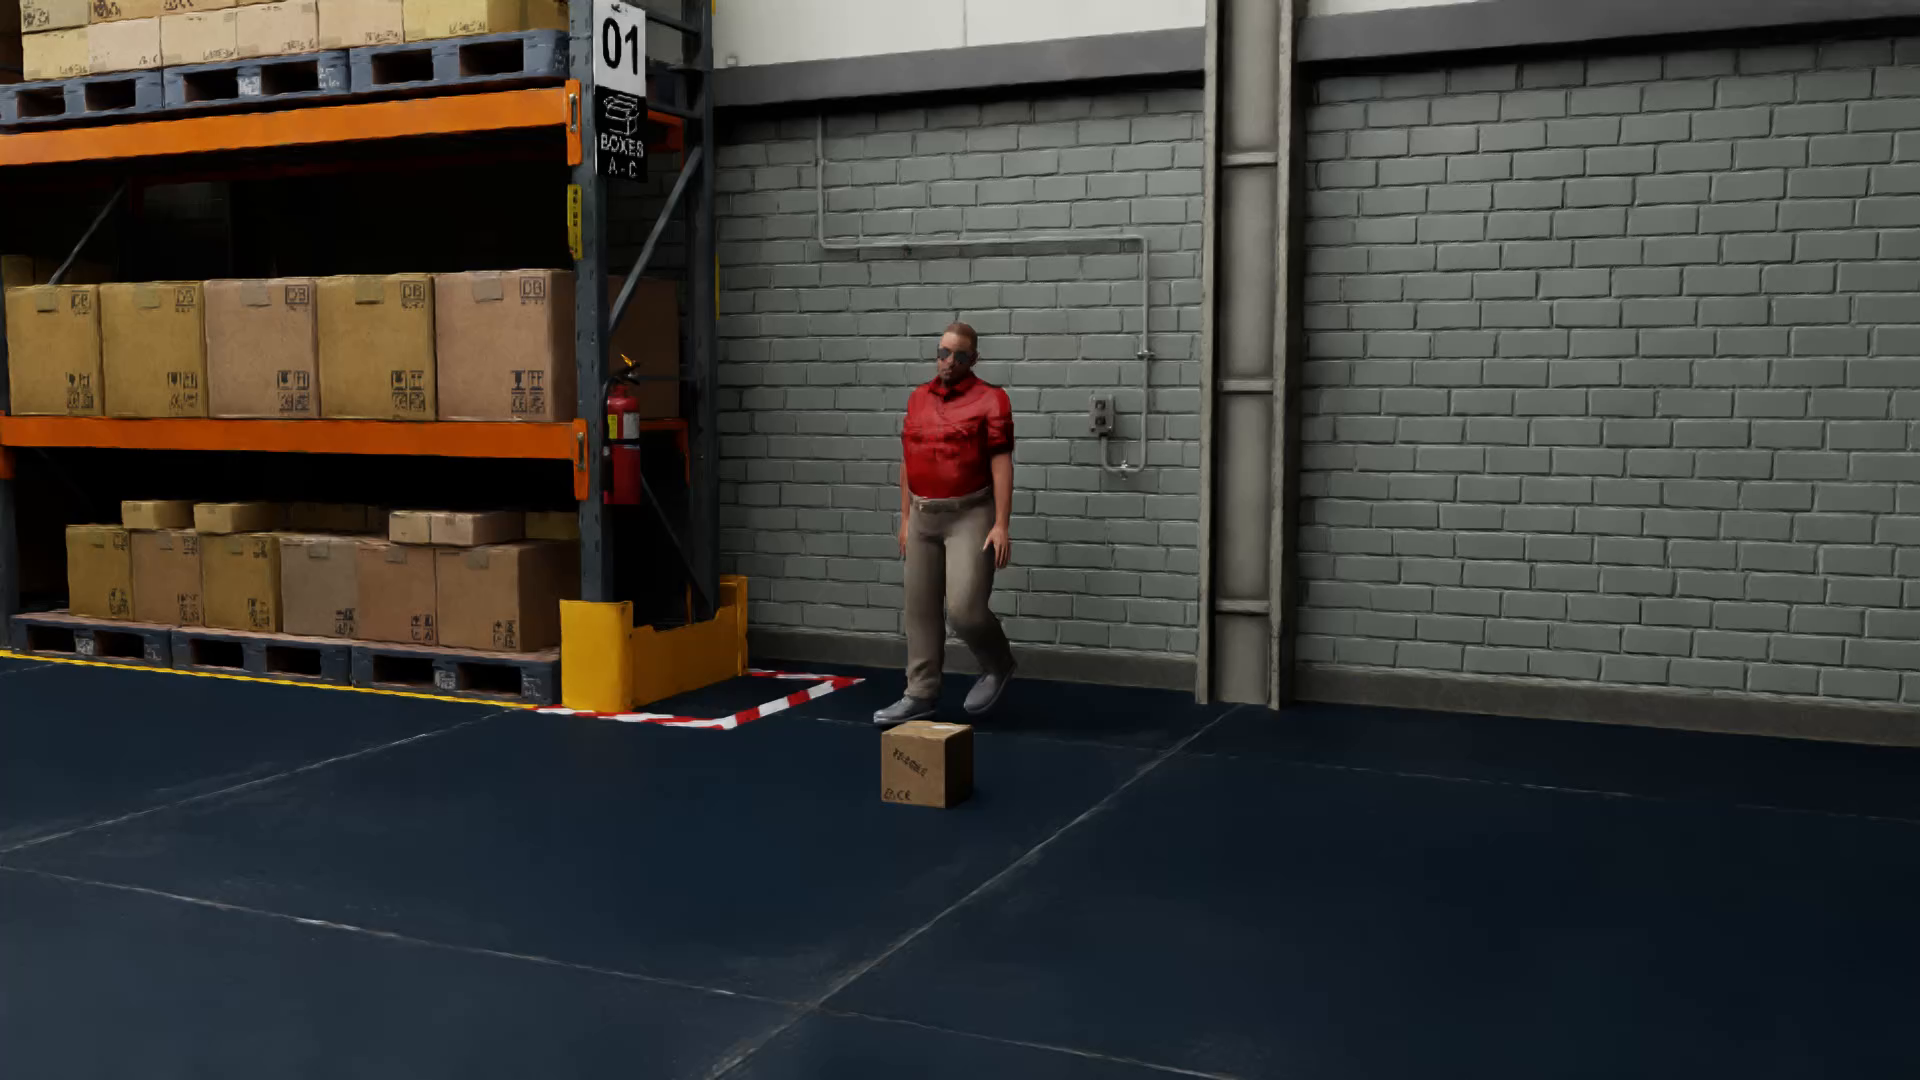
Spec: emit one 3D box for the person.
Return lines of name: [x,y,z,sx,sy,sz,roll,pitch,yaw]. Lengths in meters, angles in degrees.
person: [-0.013,-0.022,7.106,0.631,1.640,0.493,4,7,34]
